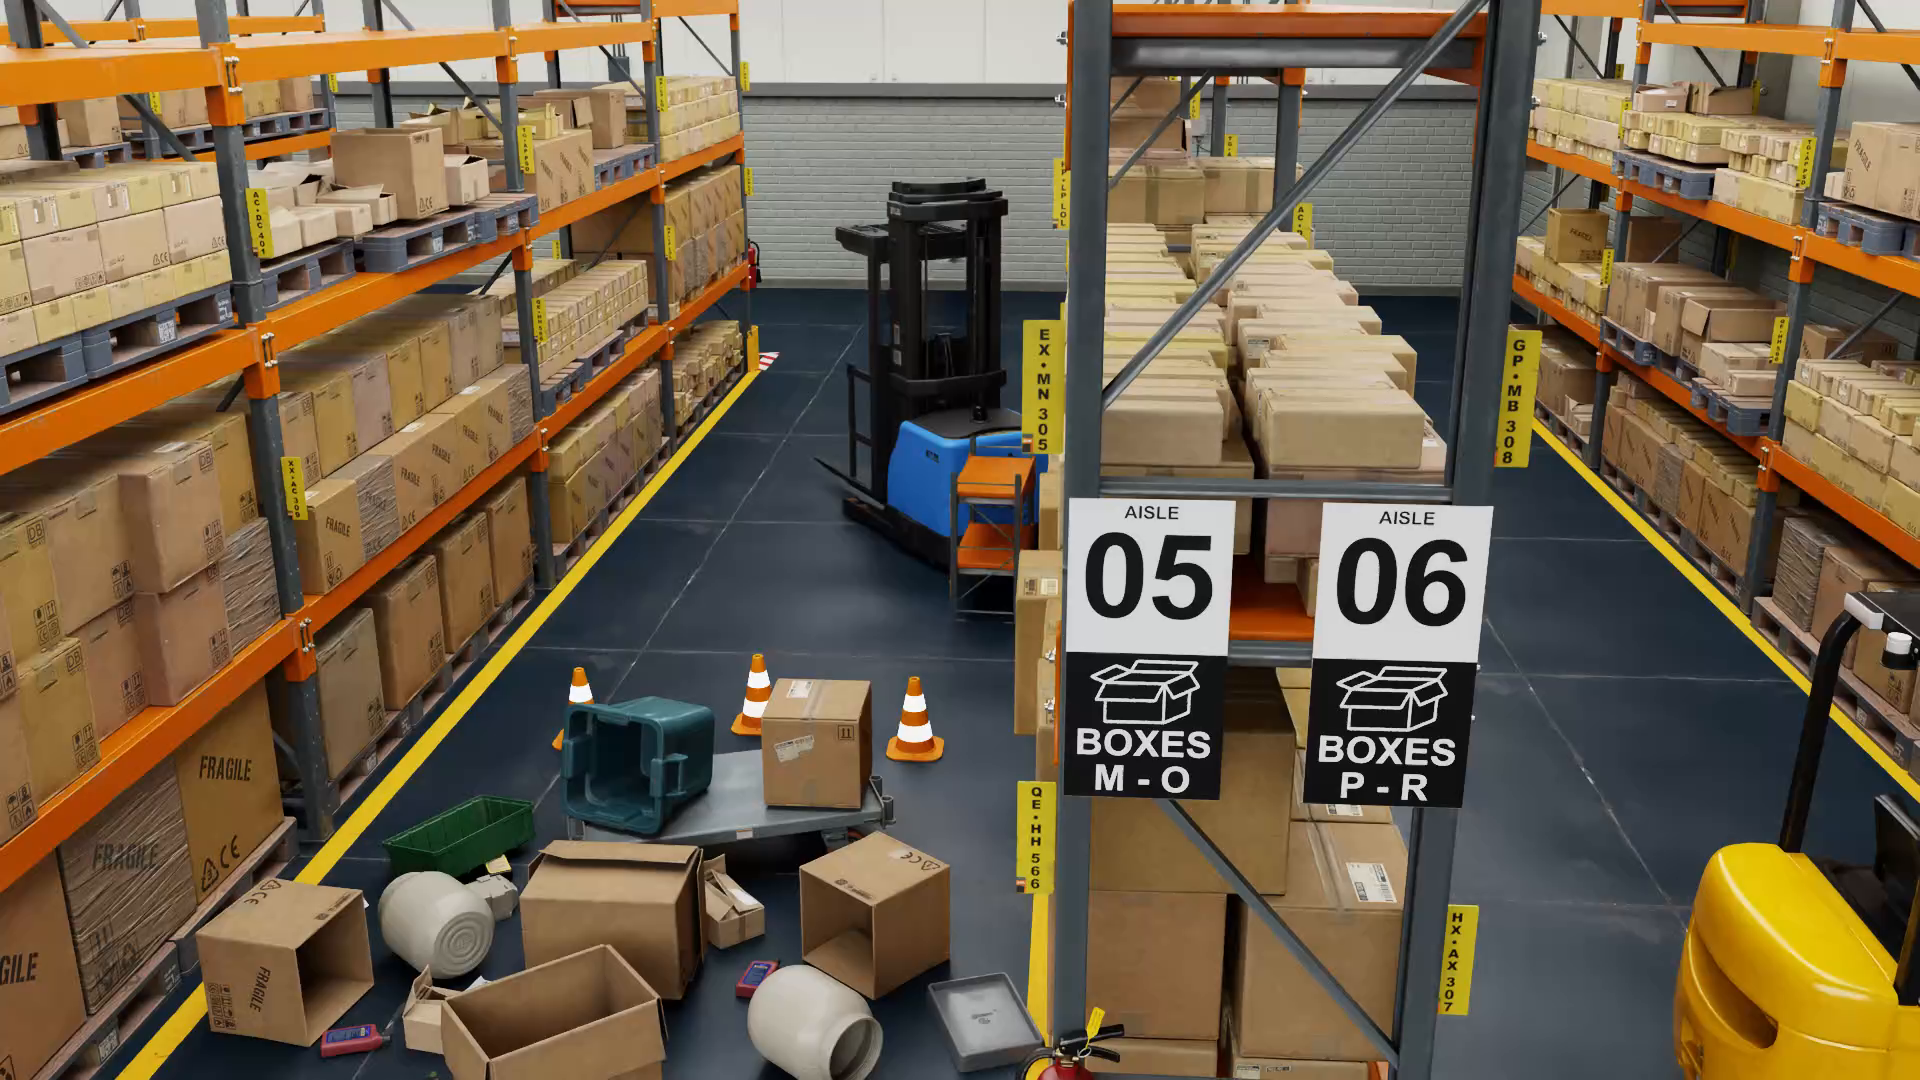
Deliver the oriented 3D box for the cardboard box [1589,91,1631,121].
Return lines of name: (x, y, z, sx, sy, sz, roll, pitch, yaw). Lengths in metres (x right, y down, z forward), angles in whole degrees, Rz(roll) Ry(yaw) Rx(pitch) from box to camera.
cardboard box: (6.387, -4.170, 15.975, 0.500, 0.250, 0.500, 1, 18, 3)

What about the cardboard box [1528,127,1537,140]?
cardboard box: (6.595, -4.572, 18.644, 0.380, 0.149, 0.250, 2, 18, 5)

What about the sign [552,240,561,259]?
sign: (-3.875, -2.727, 16.037, 0.100, 0.325, 0.005, 1, 18, 4)

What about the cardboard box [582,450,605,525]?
cardboard box: (-3.282, -0.445, 13.805, 0.500, 0.500, 0.500, 1, 18, 5)

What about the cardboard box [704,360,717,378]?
cardboard box: (-2.888, -1.876, 18.257, 0.380, 0.149, 0.250, 1, 18, 4)

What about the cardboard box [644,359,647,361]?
cardboard box: (-3.554, -1.872, 17.768, 0.380, 0.149, 0.250, 0, 18, 1)

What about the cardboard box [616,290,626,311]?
cardboard box: (-3.218, -2.155, 14.935, 0.380, 0.149, 0.250, 1, 18, 2)

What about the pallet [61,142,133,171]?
pallet: (-8.289, -3.496, 15.267, 0.805, 0.209, 1.217, 1, 18, 2)

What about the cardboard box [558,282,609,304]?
cardboard box: (-3.261, -2.135, 14.394, 0.380, 0.149, 0.250, 0, 18, 1)

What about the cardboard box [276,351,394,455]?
cardboard box: (-3.805, -0.815, 9.826, 0.700, 0.500, 0.500, 1, 18, 4)

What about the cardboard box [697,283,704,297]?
cardboard box: (-2.940, -2.677, 17.679, 0.380, 0.149, 0.250, 2, 18, 6)

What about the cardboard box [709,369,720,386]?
cardboard box: (-2.898, -1.820, 18.565, 0.380, 0.149, 0.250, 2, 18, 5)

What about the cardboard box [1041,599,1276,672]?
cardboard box: (0.614, 0.516, 5.288, 0.700, 0.500, 0.500, 1, 18, 4)

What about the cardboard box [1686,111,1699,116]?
cardboard box: (6.658, -3.716, 14.719, 0.380, 0.149, 0.250, 1, 18, 3)

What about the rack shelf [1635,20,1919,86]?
rack shelf: (6.420, -3.815, 12.911, 1.077, 0.370, 4.000, 1, 18, 4)

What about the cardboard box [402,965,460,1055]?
cardboard box: (-2.192, 2.053, 7.231, 0.396, 0.266, 0.258, 4, 19, 13)

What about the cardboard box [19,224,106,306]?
cardboard box: (-3.760, -1.093, 6.552, 0.500, 0.250, 0.500, 1, 18, 3)

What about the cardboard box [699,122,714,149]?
cardboard box: (-2.911, -4.277, 17.582, 0.500, 0.250, 0.500, 2, 18, 6)

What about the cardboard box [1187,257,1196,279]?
cardboard box: (1.275, -1.094, 7.390, 0.500, 0.250, 0.500, 1, 18, 3)

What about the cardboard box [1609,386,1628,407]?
cardboard box: (6.272, -1.331, 15.467, 0.380, 0.149, 0.250, 2, 18, 7)

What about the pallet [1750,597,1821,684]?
pallet: (6.178, 0.705, 11.432, 1.003, 0.211, 1.213, 1, 18, 4)

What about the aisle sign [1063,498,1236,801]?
aisle sign: (0.458, 0.278, 4.083, 0.394, 0.787, 0.004, 1, 18, 4)

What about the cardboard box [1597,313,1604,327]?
cardboard box: (6.334, -2.102, 15.925, 0.380, 0.149, 0.250, 2, 18, 5)

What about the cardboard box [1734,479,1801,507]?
cardboard box: (6.059, -0.354, 12.483, 0.380, 0.149, 0.250, 0, 18, 1)

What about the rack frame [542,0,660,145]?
rack frame: (-3.333, -5.157, 15.208, 1.000, 3.000, 0.127, 1, 18, 4)

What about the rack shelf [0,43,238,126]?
rack shelf: (-4.050, -1.519, 5.904, 1.077, 0.370, 4.000, 1, 18, 4)

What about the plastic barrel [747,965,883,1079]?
plastic barrel: (-0.610, 2.049, 6.989, 0.512, 0.421, 0.421, 17, 25, 41)

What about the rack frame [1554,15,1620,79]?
rack frame: (6.850, -6.210, 18.424, 1.000, 3.000, 0.127, 1, 18, 4)

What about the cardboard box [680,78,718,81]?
cardboard box: (-2.910, -5.065, 18.545, 0.380, 0.149, 0.250, 1, 18, 2)

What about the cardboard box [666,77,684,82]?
cardboard box: (-3.332, -5.155, 18.818, 0.380, 0.149, 0.250, 2, 18, 6)

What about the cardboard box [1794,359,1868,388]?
cardboard box: (5.960, -1.138, 11.376, 0.380, 0.149, 0.250, 2, 18, 6)

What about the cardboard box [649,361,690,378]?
cardboard box: (-3.058, -1.781, 17.490, 0.380, 0.149, 0.250, 1, 18, 2)

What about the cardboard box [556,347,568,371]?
cardboard box: (-3.348, -1.445, 13.245, 0.380, 0.149, 0.250, 2, 18, 7)

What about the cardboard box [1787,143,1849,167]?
cardboard box: (6.006, -2.673, 11.569, 0.380, 0.149, 0.250, 2, 18, 6)

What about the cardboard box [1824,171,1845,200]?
cardboard box: (5.948, -2.335, 10.954, 0.380, 0.166, 0.250, 1, 18, 4)

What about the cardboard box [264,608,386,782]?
cardboard box: (-3.951, 0.854, 9.439, 1.050, 0.750, 0.750, 1, 18, 4)

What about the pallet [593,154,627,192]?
pallet: (-3.555, -3.130, 14.144, 1.213, 0.211, 1.003, 1, 18, 4)

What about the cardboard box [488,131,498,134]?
cardboard box: (-3.769, -3.030, 13.376, 0.500, 0.500, 0.500, 1, 18, 4)

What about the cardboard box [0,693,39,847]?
cardboard box: (-4.029, 0.891, 6.145, 0.875, 0.550, 0.550, 1, 18, 4)

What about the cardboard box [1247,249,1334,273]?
cardboard box: (1.296, -1.079, 6.704, 0.380, 0.149, 0.250, 2, 18, 6)

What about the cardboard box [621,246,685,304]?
cardboard box: (-3.046, -2.643, 16.533, 0.500, 0.500, 0.500, 1, 18, 3)

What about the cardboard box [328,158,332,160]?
cardboard box: (-3.891, -2.474, 11.146, 0.500, 0.311, 0.500, 1, 18, 4)

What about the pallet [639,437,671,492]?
pallet: (-3.387, -0.739, 15.839, 1.003, 0.211, 1.213, 1, 18, 4)

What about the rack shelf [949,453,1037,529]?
rack shelf: (0.254, -0.372, 12.312, 0.538, 0.278, 1.000, 3, 18, 8)

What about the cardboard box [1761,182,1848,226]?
cardboard box: (6.071, -2.394, 11.834, 0.500, 0.250, 0.500, 1, 18, 2)

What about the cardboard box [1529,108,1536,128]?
cardboard box: (6.545, -4.723, 18.466, 0.500, 0.250, 0.500, 1, 18, 3)

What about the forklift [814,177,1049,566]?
forklift: (-0.365, -1.600, 14.098, 1.130, 2.935, 3.031, -9, 20, -27)

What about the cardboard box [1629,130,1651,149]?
cardboard box: (6.092, -3.507, 14.559, 0.380, 0.149, 0.250, 1, 18, 5)

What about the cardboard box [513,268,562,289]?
cardboard box: (-3.855, -2.390, 15.174, 0.380, 0.149, 0.250, 1, 18, 4)

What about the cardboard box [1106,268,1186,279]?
cardboard box: (0.651, -0.931, 6.252, 0.380, 0.149, 0.250, 1, 18, 3)

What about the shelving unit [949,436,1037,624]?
shelving unit: (0.254, -0.094, 12.403, 0.538, 1.125, 1.048, 3, 18, 8)

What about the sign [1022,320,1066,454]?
sign: (0.199, -0.364, 3.979, 0.100, 0.325, 0.005, 1, 18, 4)

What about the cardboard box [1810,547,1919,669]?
cardboard box: (6.179, 0.451, 10.869, 0.875, 0.625, 0.625, 2, 18, 6)

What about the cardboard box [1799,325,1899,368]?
cardboard box: (6.469, -1.278, 12.171, 0.500, 0.500, 0.500, 2, 18, 7)

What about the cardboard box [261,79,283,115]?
cardboard box: (-8.130, -5.075, 18.782, 0.700, 0.500, 0.500, 1, 18, 2)
